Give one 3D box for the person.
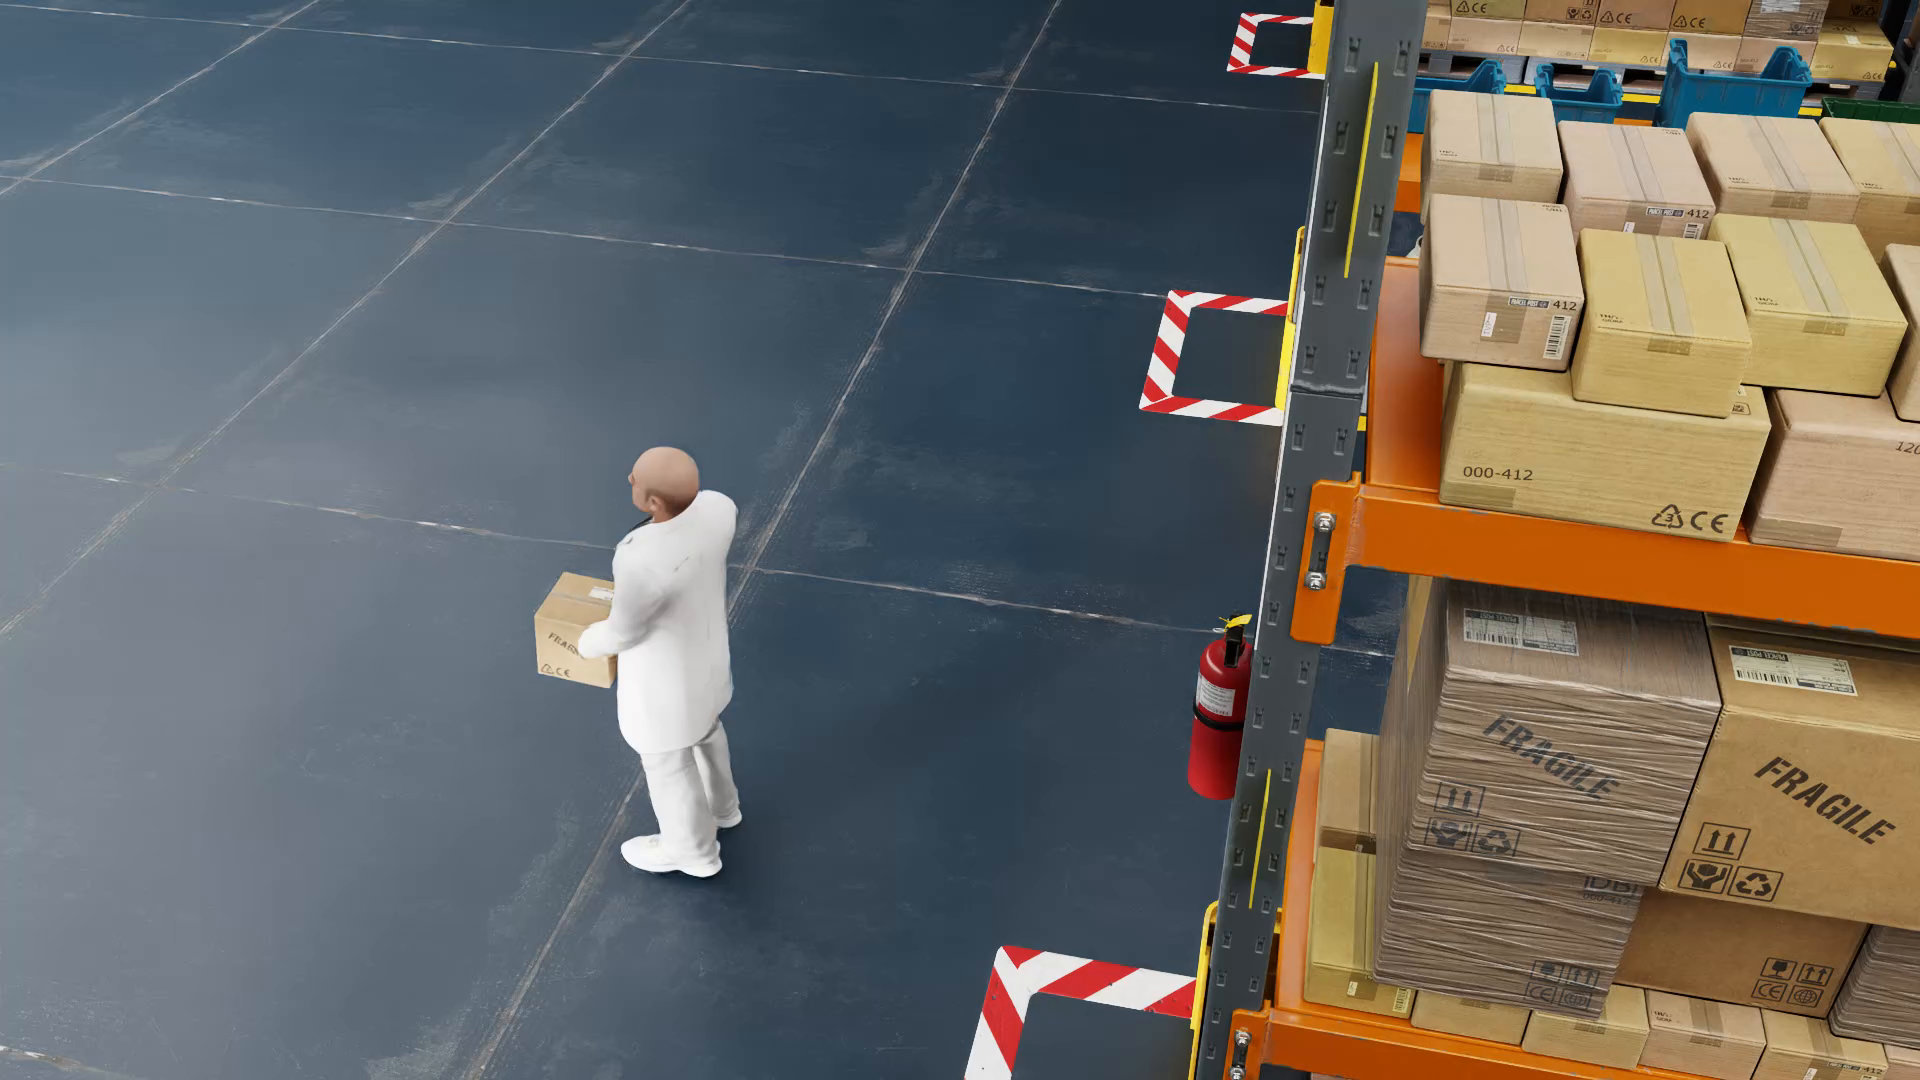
[{"bbox_3d":[-1.030,0.393,5.618,0.544,1.779,0.545,17,39,22],"label":"person"}]
